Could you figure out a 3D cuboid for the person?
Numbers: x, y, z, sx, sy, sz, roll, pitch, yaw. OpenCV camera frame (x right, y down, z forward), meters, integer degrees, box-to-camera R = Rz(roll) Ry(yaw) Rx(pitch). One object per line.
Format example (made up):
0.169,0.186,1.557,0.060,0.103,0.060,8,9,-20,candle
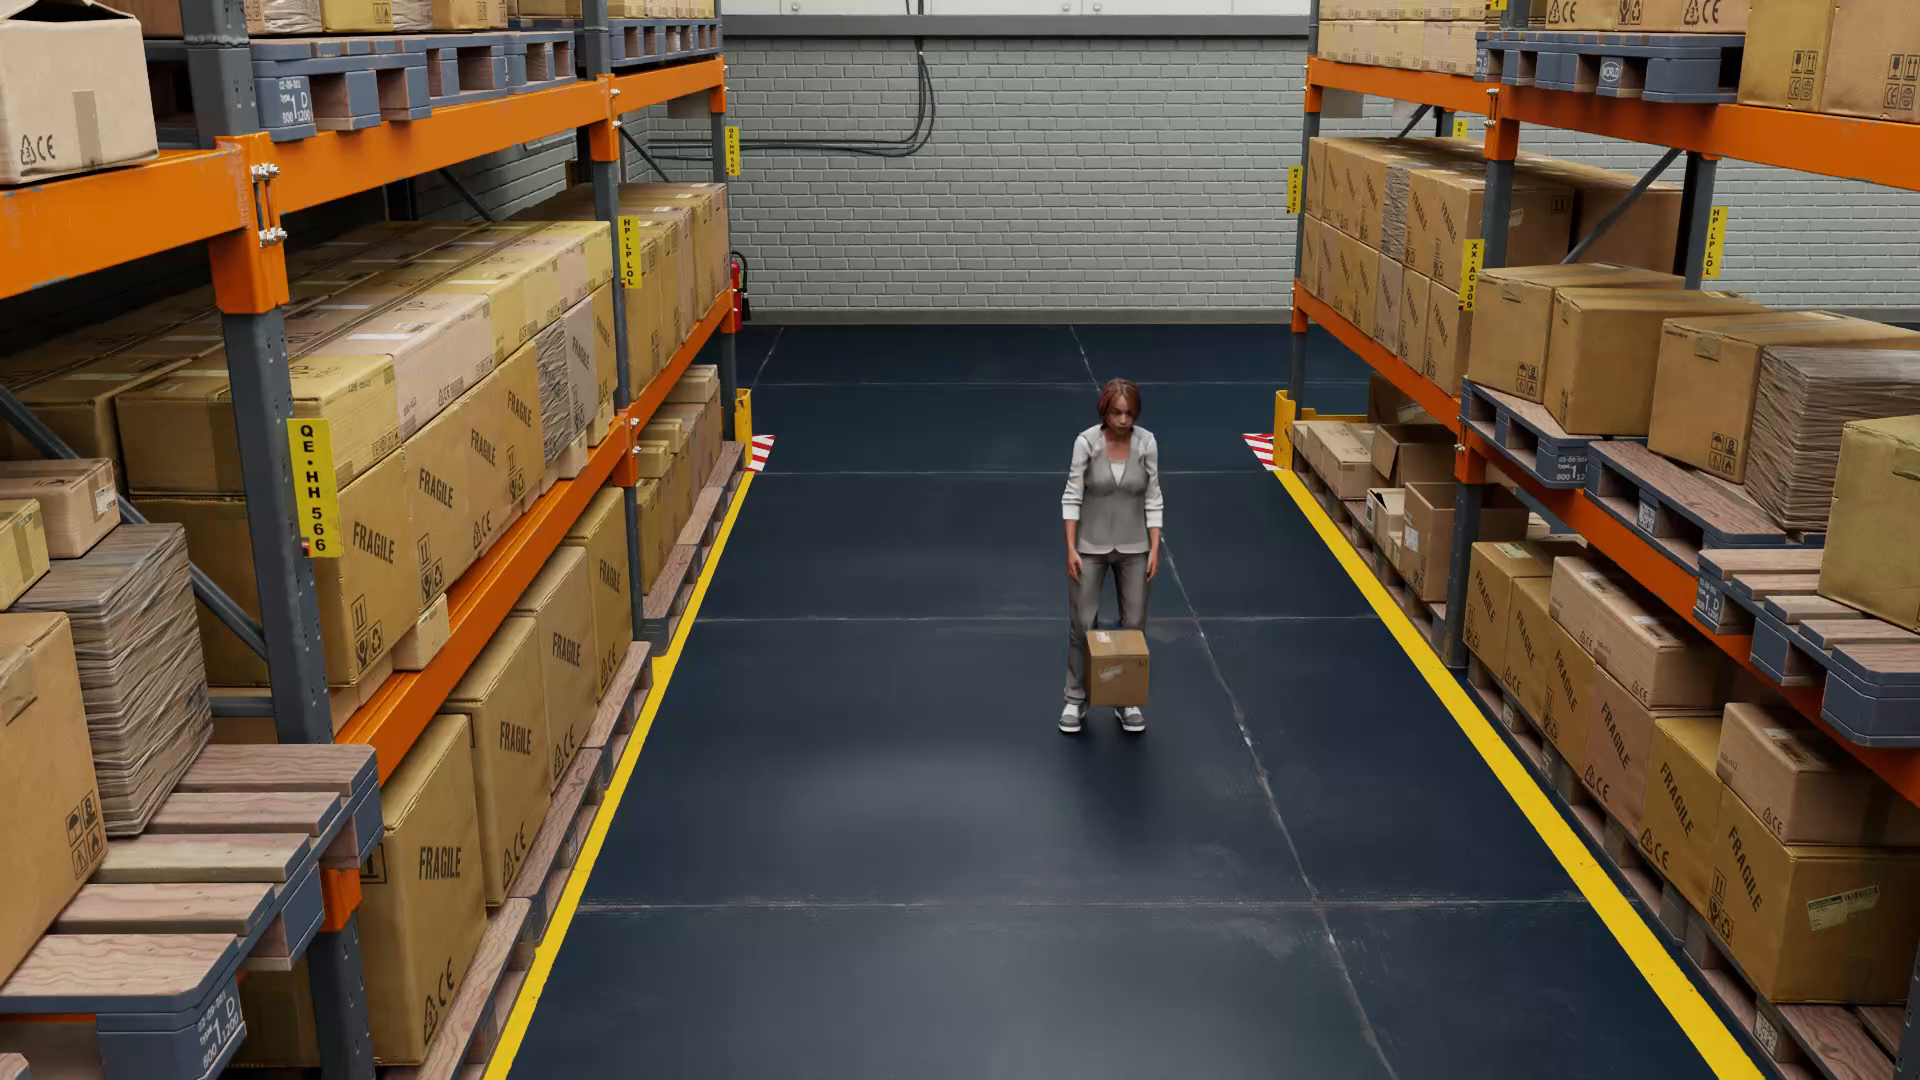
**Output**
0.670,0.064,7.354,0.455,1.596,0.343,-1,17,-2,person
